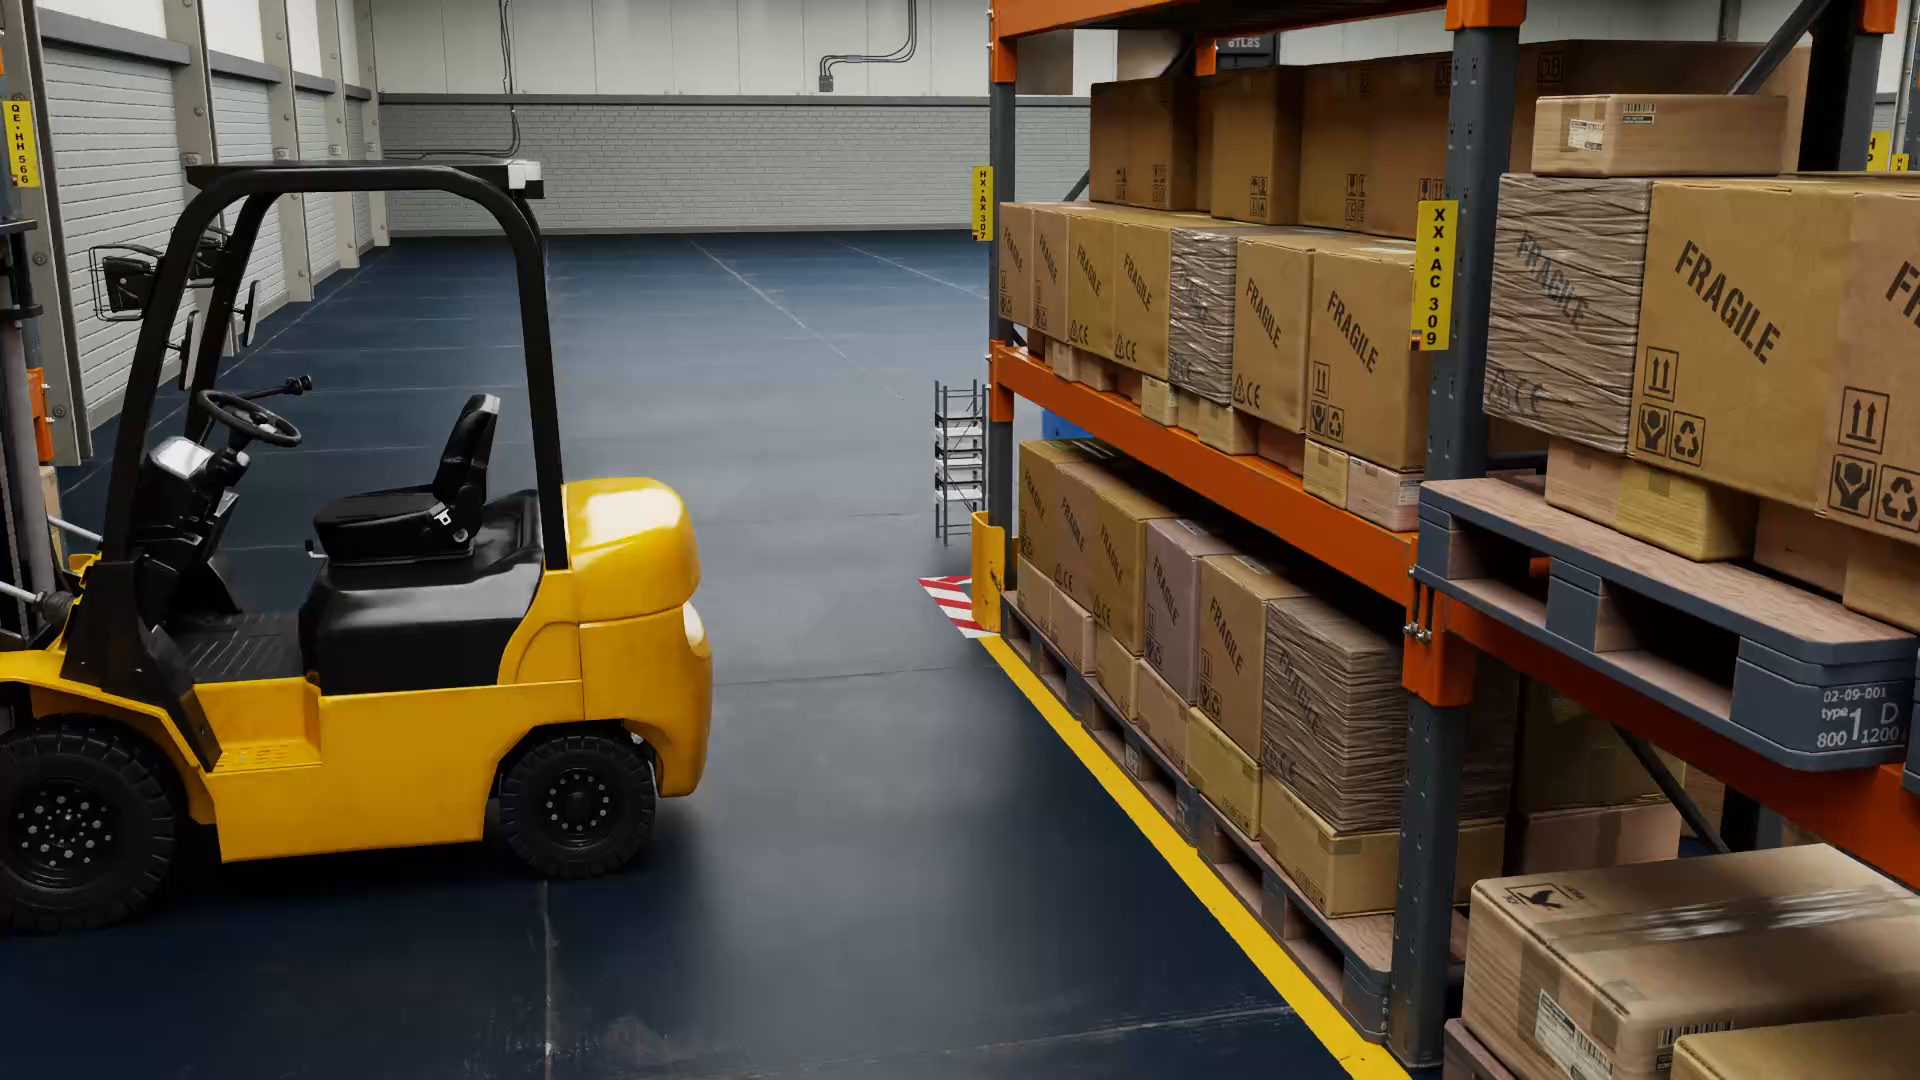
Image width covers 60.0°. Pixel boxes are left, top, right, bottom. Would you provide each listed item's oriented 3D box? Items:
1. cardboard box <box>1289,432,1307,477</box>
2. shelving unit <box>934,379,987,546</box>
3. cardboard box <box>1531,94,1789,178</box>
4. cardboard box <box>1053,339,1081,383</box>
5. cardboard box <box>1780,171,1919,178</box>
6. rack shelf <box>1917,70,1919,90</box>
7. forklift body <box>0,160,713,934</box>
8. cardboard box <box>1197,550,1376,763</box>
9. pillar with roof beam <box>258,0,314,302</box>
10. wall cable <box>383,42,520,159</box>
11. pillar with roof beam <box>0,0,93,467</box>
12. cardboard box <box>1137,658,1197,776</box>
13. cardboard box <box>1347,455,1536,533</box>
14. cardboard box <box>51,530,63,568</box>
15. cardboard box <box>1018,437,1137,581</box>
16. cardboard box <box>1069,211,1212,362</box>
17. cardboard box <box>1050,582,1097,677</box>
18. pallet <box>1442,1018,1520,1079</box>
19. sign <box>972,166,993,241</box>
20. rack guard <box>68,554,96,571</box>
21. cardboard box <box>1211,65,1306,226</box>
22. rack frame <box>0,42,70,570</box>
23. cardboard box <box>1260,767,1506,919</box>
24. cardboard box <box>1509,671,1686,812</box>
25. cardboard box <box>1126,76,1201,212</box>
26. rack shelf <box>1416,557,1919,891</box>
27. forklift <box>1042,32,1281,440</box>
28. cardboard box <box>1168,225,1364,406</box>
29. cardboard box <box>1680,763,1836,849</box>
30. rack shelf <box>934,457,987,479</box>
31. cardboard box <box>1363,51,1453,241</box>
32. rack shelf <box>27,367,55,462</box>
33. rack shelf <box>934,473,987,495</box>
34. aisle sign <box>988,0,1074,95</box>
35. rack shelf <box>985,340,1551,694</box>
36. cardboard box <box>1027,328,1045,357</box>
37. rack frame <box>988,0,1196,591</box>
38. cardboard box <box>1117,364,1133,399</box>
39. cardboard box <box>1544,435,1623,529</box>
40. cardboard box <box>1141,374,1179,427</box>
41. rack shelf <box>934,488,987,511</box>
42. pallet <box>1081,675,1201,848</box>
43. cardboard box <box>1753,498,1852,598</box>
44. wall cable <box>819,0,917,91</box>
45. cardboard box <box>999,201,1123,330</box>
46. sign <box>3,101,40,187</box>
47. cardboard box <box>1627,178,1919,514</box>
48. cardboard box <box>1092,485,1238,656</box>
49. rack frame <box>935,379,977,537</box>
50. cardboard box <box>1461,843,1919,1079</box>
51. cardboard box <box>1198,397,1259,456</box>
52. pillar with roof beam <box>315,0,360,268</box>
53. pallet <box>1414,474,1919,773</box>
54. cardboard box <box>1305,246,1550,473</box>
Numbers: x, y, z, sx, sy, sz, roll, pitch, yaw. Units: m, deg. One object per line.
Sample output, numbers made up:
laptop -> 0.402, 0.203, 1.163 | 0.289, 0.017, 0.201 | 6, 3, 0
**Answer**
cardboard box -> 1.149, -0.249, 4.656 | 0.380, 0.149, 0.250 | -3, 14, -13
shelving unit -> 0.002, -0.435, 9.313 | 0.258, 0.900, 0.210 | -3, 14, -13
cardboard box -> 1.338, -0.776, 3.195 | 0.380, 0.149, 0.250 | -3, 14, -13
cardboard box -> 0.582, -0.719, 6.578 | 0.380, 0.149, 0.250 | -3, 14, -12
cardboard box -> 1.903, -0.496, 3.413 | 0.500, 0.500, 0.500 | -4, 14, -14
rack shelf -> 5.890, -2.061, 6.736 | 1.077, 0.370, 4.000 | -3, 14, -13
forklift body -> -1.973, -0.089, 5.261 | 2.313, 2.155, 1.214 | -3, 14, -13
cardboard box -> 1.051, 0.336, 5.058 | 0.500, 0.500, 0.500 | -3, 14, -12
pillar with roof beam -> -4.947, -7.933, 22.938 | 9.100, 9.000, 0.400 | -3, 14, -13
wall cable -> -11.357, -9.707, 36.739 | 3.097, 2.526, 0.112 | -3, 14, -13
pillar with roof beam -> -2.129, -5.165, 11.607 | 9.100, 9.000, 0.400 | -3, 14, -13
cardboard box -> 0.922, 0.578, 5.649 | 0.500, 0.250, 0.500 | -3, 14, -12
cardboard box -> 1.200, -0.127, 4.157 | 0.380, 0.149, 0.250 | -3, 14, -14
cardboard box -> -3.774, 0.146, 6.364 | 0.500, 0.250, 0.500 | -3, 14, -14
cardboard box -> 0.559, -0.141, 7.011 | 0.500, 0.500, 0.500 | -4, 14, -15
cardboard box -> 0.719, -0.947, 6.144 | 0.500, 0.500, 0.500 | -4, 14, -14
cardboard box -> 0.665, 0.336, 6.639 | 0.500, 0.250, 0.500 | -3, 14, -11
pallet -> 1.756, 1.342, 3.490 | 1.003, 0.211, 1.213 | -3, 14, -13
sign -> 0.105, -1.505, 7.444 | 0.100, 0.325, 0.005 | -3, 14, -13
rack guard -> -4.198, 0.371, 6.854 | 1.175, 0.500, 0.348 | -3, 14, -13
cardboard box -> 1.278, -1.336, 5.632 | 0.700, 0.500, 0.500 | -3, 14, -14
rack frame -> -4.192, -0.837, 6.535 | 1.000, 3.000, 0.127 | -3, 14, -13
cardboard box -> 1.171, 0.818, 4.667 | 0.500, 0.250, 0.500 | -3, 14, -11
cardboard box -> 1.695, 0.424, 4.700 | 0.500, 0.500, 0.500 | -3, 14, -11
cardboard box -> 1.076, -1.571, 6.593 | 0.700, 0.500, 0.500 | -3, 14, -13
rack shelf -> 2.041, 0.619, 2.091 | 1.077, 0.370, 4.000 | -3, 14, -13
forklift -> 2.065, -1.648, 9.998 | 3.031, 2.935, 1.130 | -2, 14, -8
cardboard box -> 0.972, -0.712, 5.183 | 0.500, 0.500, 0.500 | -3, 14, -12
cardboard box -> 2.643, 0.698, 5.512 | 0.500, 0.500, 0.500 | 7, 15, 26
rack shelf -> 0.002, -0.403, 9.320 | 0.258, 0.077, 0.200 | -3, 14, -13
cardboard box -> 1.580, -1.104, 4.680 | 0.700, 0.500, 0.500 | -3, 14, -13
rack shelf -> -3.722, -0.027, 4.732 | 1.077, 0.370, 4.000 | -3, 14, -13
rack shelf -> 0.002, -0.315, 9.342 | 0.258, 0.077, 0.200 | -3, 14, -13
aisle sign -> 0.316, -2.375, 7.350 | 0.394, 0.787, 0.004 | -3, 14, -13
rack shelf -> 1.102, -0.304, 5.868 | 1.077, 0.370, 4.000 | -3, 14, -13
cardboard box -> 0.511, -0.903, 7.333 | 0.380, 0.149, 0.250 | -3, 14, -13
rack frame -> 0.632, -1.115, 7.671 | 1.000, 3.000, 0.127 | -3, 14, -13
cardboard box -> 0.796, -0.603, 6.106 | 0.380, 0.149, 0.250 | -3, 14, -11
cardboard box -> 1.394, -0.129, 3.280 | 0.380, 0.149, 0.250 | -3, 14, -12
cardboard box -> 0.831, -0.480, 5.599 | 0.380, 0.149, 0.250 | -3, 14, -13
rack shelf -> 0.002, -0.228, 9.363 | 0.258, 0.077, 0.200 | -3, 14, -13
pallet -> 1.089, 0.727, 6.005 | 1.003, 0.211, 1.213 | -3, 14, -13
cardboard box -> 1.585, -0.010, 2.792 | 0.380, 0.149, 0.250 | -2, 14, -10
wall cable -> -2.125, -13.393, 38.118 | 2.305, 6.003, 0.169 | -3, 14, -13
cardboard box -> 0.474, -1.183, 7.113 | 0.500, 0.500, 0.500 | -4, 14, -14
sign -> -3.661, -1.542, 6.480 | 0.100, 0.325, 0.005 | -3, 14, -13
cardboard box -> 1.521, -0.350, 2.816 | 0.500, 0.500, 0.500 | -3, 14, -13
cardboard box -> 0.796, 0.096, 6.043 | 0.500, 0.500, 0.500 | -3, 14, -12
rack frame -> -0.022, -0.459, 9.409 | 0.240, 0.900, 0.006 | -3, 14, -13
cardboard box -> 1.697, 1.001, 3.661 | 0.950, 0.372, 0.625 | -3, 14, -12
cardboard box -> 0.958, -0.362, 5.116 | 0.380, 0.149, 0.250 | -3, 14, -14
pillar with roof beam -> -6.356, -9.317, 28.604 | 9.100, 9.000, 0.400 | -3, 14, -13
pallet -> 1.610, 0.085, 3.162 | 1.003, 0.211, 1.213 | -3, 14, -13
cardboard box -> 1.225, -0.474, 4.209 | 0.500, 0.500, 0.500 | -4, 14, -15
